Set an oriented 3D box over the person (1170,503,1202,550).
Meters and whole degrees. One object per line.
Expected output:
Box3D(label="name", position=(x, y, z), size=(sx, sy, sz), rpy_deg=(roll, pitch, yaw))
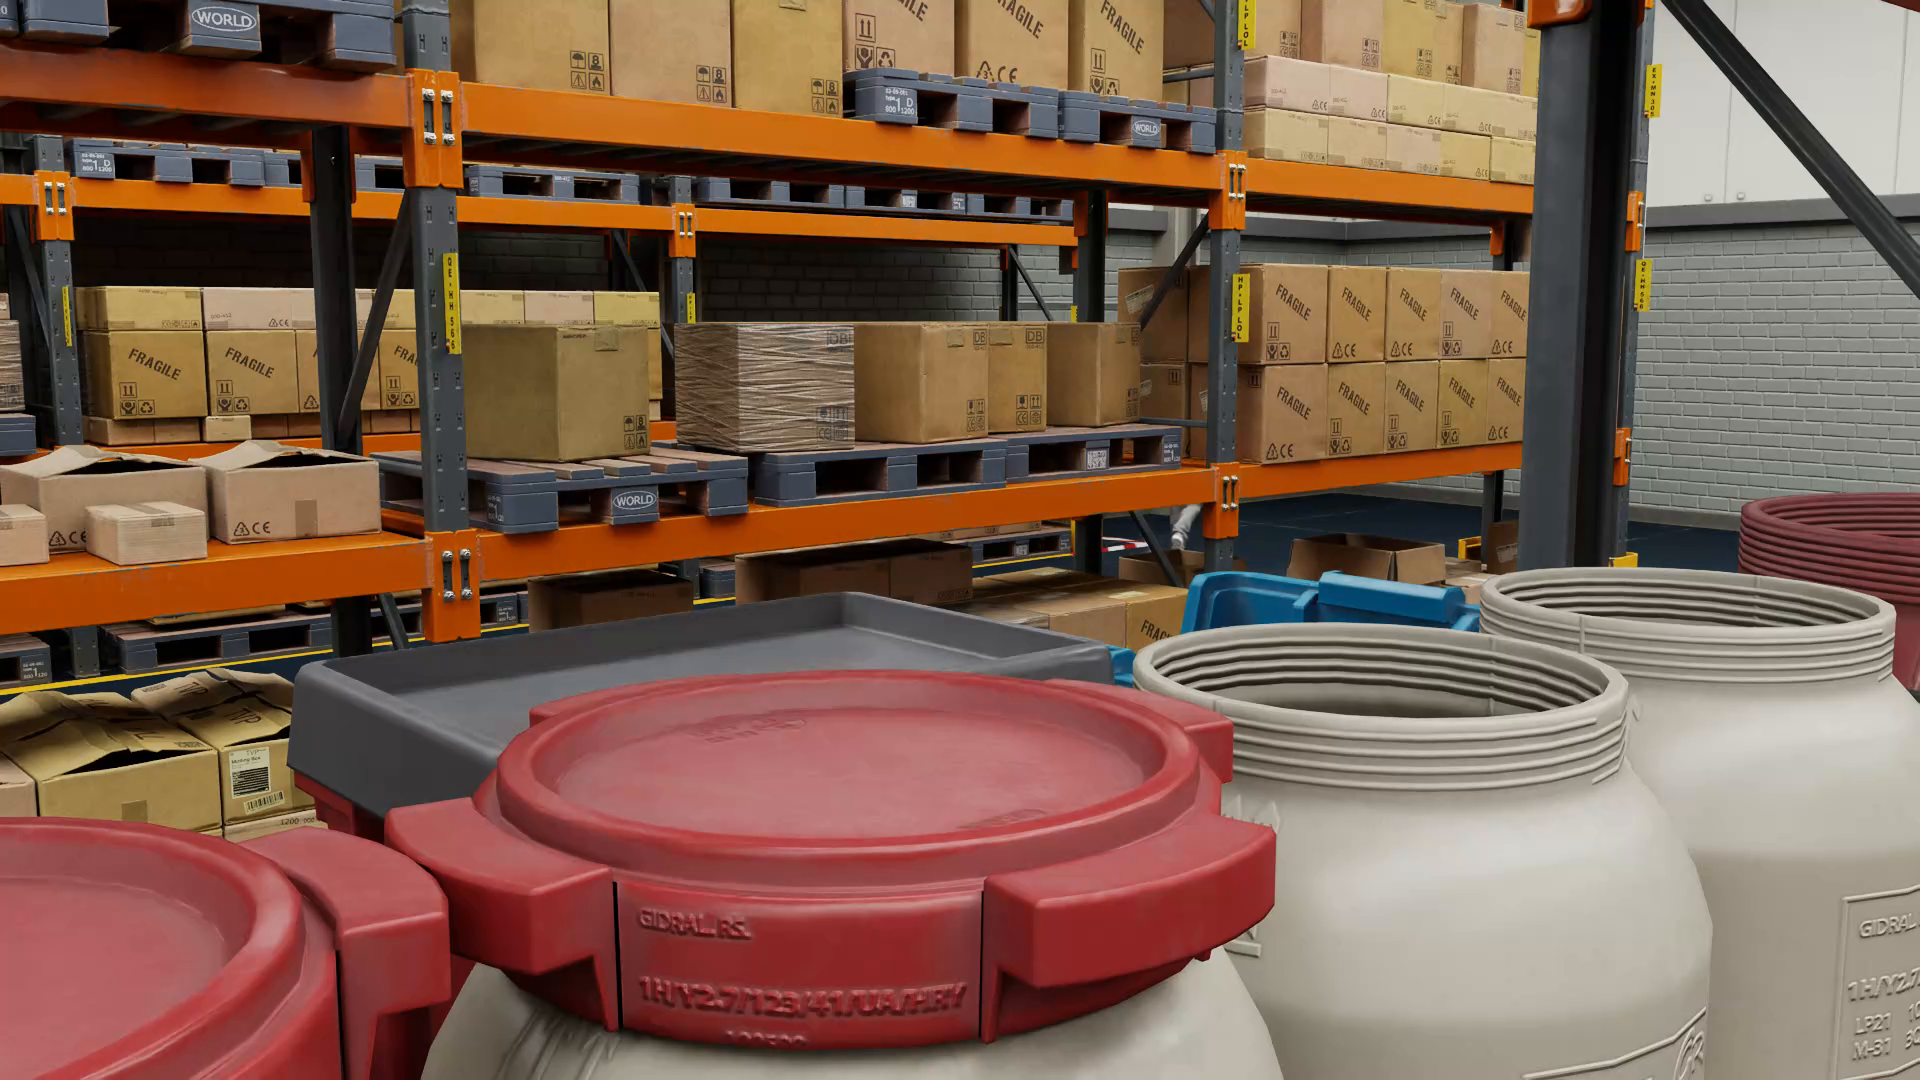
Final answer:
Box3D(label="person", position=(1.809, -0.587, 13.621), size=(0.416, 1.568, 0.741), rpy_deg=(3, 8, 23))
